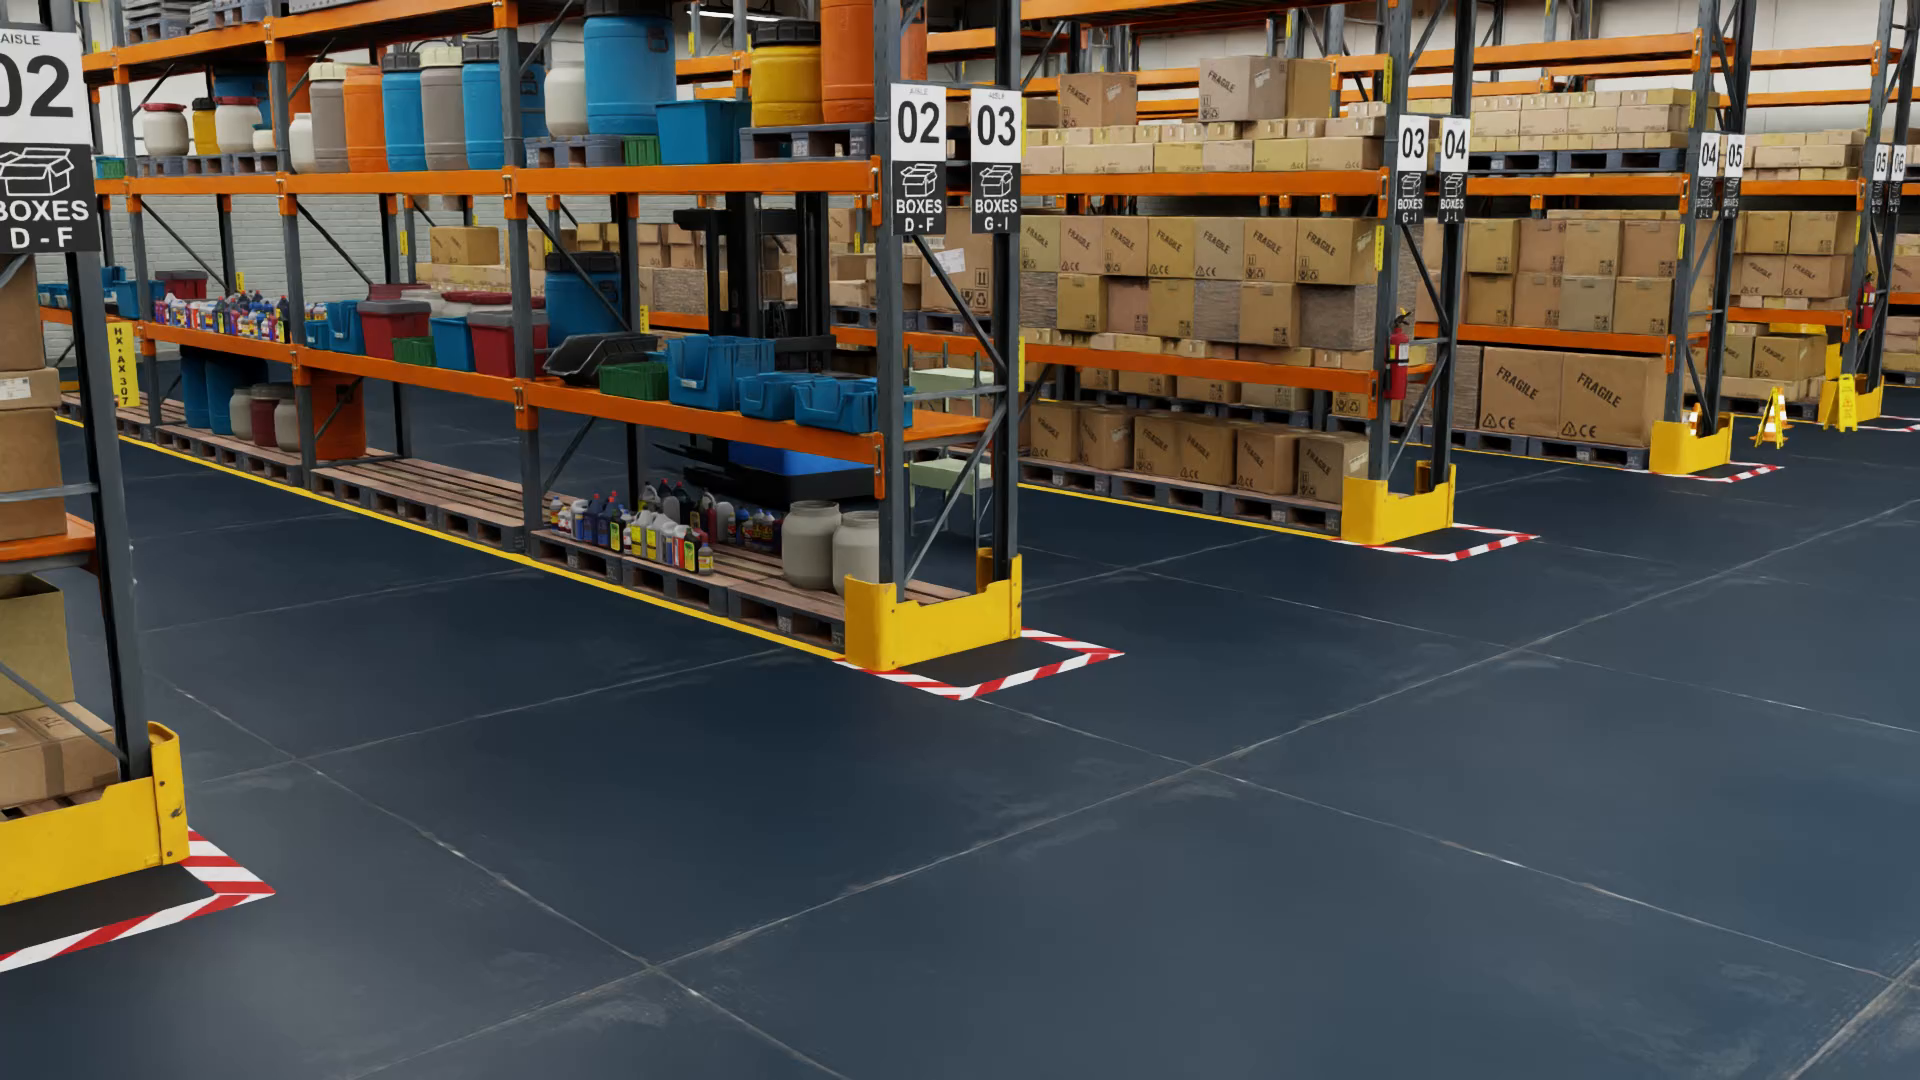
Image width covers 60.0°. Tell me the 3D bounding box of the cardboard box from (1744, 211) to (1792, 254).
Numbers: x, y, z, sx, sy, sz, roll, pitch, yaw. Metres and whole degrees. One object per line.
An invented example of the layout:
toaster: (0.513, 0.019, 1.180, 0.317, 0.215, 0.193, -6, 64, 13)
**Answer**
cardboard box: (9.838, -3.702, 19.983, 0.700, 0.500, 0.500, -11, 16, -42)

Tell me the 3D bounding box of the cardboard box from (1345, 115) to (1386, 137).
cardboard box: (3.108, -3.105, 12.501, 0.380, 0.149, 0.250, -11, 16, -43)

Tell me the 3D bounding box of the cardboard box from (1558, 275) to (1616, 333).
cardboard box: (6.498, -2.392, 16.718, 0.875, 0.550, 0.550, -11, 16, -43)

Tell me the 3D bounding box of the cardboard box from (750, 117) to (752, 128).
cardboard box: (-2.473, -4.489, 18.538, 0.797, 0.503, 0.637, -10, 15, -39)

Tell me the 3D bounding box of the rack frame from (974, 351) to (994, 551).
rack frame: (0.257, -0.680, 12.496, 0.400, 1.500, 0.023, -11, 16, -43)

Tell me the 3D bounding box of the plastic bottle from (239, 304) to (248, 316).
plastic bottle: (-6.982, -2.151, 16.208, 0.061, 0.283, 0.133, -11, 16, -43)

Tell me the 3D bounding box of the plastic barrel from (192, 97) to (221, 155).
plastic barrel: (-7.567, -4.241, 17.120, 0.600, 0.588, 0.600, 0, 12, 0)

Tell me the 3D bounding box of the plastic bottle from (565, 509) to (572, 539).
plastic bottle: (-2.776, -0.119, 11.898, 0.097, 0.201, 0.097, 0, 12, 0)

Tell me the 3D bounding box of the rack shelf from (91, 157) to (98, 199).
rack shelf: (-5.023, -1.546, 7.332, 1.077, 0.370, 4.000, -11, 16, -43)

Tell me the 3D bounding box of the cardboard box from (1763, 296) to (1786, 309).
cardboard box: (9.863, -2.862, 19.992, 0.380, 0.149, 0.250, -11, 16, -44)

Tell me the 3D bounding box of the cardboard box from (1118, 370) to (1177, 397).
cardboard box: (2.620, -2.237, 20.869, 1.050, 0.750, 0.750, -11, 16, -42)

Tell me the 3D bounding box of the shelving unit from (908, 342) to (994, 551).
shelving unit: (0.005, -0.734, 12.755, 0.431, 1.500, 0.755, -11, 16, -43)

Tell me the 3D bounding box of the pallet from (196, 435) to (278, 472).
pallet: (-6.994, -0.916, 16.836, 1.003, 0.211, 1.213, -11, 16, -43)

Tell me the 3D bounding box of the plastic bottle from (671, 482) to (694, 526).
plastic bottle: (-2.033, -0.247, 12.152, 0.185, 0.351, 0.144, 11, 16, 42)

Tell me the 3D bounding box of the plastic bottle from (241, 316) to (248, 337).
plastic bottle: (-6.799, -2.035, 15.849, 0.097, 0.201, 0.097, 0, 12, 0)

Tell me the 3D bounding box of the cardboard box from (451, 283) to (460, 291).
cardboard box: (-6.806, -3.482, 23.001, 0.380, 0.149, 0.250, -11, 16, -44)

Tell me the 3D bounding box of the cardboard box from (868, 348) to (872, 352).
cardboard box: (-1.307, -2.891, 25.536, 0.380, 0.149, 0.250, -10, 15, -41)

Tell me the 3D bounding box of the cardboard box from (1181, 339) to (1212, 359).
cardboard box: (2.068, -1.612, 13.922, 0.380, 0.149, 0.250, -11, 16, -43)

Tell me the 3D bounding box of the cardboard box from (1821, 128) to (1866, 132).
cardboard box: (12.787, -5.650, 23.923, 0.797, 0.503, 0.637, -10, 15, -41)

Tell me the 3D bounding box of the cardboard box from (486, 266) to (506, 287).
cardboard box: (-5.968, -3.519, 22.190, 0.500, 0.250, 0.500, -10, 16, -41)

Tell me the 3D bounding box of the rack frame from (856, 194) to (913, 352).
rack frame: (-1.104, -3.945, 24.627, 1.000, 3.000, 0.127, -11, 16, -43)

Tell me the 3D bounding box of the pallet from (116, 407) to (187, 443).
pallet: (-8.880, -1.315, 18.770, 1.003, 0.211, 1.213, -11, 16, -43)

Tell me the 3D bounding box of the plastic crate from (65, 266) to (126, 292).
plastic crate: (-10.740, -3.186, 20.707, 0.616, 0.435, 0.499, -11, 16, -43)

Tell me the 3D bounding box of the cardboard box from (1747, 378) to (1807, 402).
cardboard box: (9.924, -1.841, 20.189, 0.500, 0.250, 0.500, -11, 16, -43)

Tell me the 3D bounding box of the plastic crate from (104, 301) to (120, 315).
plastic crate: (-9.311, -2.599, 18.627, 0.437, 0.125, 0.590, -11, 16, -43)

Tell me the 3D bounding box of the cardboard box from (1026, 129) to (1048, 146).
cardboard box: (0.765, -3.602, 14.910, 0.250, 0.149, 0.380, 11, 16, 44)

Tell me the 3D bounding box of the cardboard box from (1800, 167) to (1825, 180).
cardboard box: (10.049, -4.289, 19.486, 0.380, 0.149, 0.250, -11, 16, -42)

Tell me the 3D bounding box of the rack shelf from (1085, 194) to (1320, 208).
rack shelf: (3.787, -5.475, 26.400, 1.077, 0.370, 4.000, -11, 16, -43)

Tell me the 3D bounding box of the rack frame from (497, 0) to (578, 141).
rack frame: (-2.819, -4.349, 11.721, 1.000, 3.000, 0.127, -11, 16, -43)

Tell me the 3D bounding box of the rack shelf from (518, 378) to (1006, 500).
rack shelf: (-1.438, -0.767, 10.982, 1.077, 0.370, 4.000, -11, 16, -43)

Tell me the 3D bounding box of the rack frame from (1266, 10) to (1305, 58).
rack frame: (5.993, -8.280, 30.801, 1.000, 3.000, 0.127, -11, 16, -43)

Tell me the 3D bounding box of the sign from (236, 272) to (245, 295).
sign: (-7.945, -2.791, 18.336, 0.100, 0.325, 0.005, -11, 16, -43)

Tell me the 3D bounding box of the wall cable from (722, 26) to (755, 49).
wall cable: (-3.943, -9.067, 34.620, 2.355, 3.000, 0.029, -11, 16, -43)

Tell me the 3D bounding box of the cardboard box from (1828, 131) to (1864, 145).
cardboard box: (10.246, -4.643, 19.228, 0.380, 0.149, 0.250, -11, 16, -42)

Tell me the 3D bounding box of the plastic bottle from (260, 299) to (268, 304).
plastic bottle: (-7.237, -2.378, 17.330, 0.152, 0.276, 0.135, -11, 16, -43)

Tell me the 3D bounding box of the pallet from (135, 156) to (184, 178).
pallet: (-7.732, -3.854, 17.221, 1.213, 0.211, 1.003, -11, 16, -43)

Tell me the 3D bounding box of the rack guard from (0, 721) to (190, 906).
rack guard: (-3.625, 1.090, 6.381, 1.175, 0.500, 0.348, -11, 16, -43)

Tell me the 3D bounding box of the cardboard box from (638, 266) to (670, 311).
cardboard box: (-3.571, -2.995, 19.766, 0.500, 0.500, 0.500, -10, 16, -41)

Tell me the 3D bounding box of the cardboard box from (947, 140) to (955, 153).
cardboard box: (0.042, -3.833, 15.943, 0.396, 0.266, 0.258, -10, 15, -41)

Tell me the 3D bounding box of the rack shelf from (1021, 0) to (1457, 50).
rack shelf: (2.144, -4.394, 13.728, 1.077, 0.370, 4.000, -11, 16, -43)

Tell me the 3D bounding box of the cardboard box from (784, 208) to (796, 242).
cardboard box: (-2.329, -4.812, 25.371, 0.500, 0.500, 0.500, -10, 16, -41)

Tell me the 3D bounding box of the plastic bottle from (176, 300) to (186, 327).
plastic bottle: (-7.987, -2.321, 17.061, 0.097, 0.271, 0.097, 0, 12, 0)

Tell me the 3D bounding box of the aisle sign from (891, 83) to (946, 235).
aisle sign: (-0.222, -2.049, 8.979, 0.394, 0.787, 0.004, -11, 16, -43)

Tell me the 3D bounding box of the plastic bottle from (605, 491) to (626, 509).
plastic bottle: (-2.458, -0.174, 11.795, 0.144, 0.351, 0.185, -11, 16, -43)

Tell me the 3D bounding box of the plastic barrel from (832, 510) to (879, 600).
plastic barrel: (-0.567, 0.100, 10.116, 0.421, 0.512, 0.421, 0, 12, 0)

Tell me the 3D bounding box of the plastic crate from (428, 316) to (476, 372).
plastic crate: (-3.806, -1.521, 12.899, 0.392, 0.384, 0.575, -11, 16, -43)

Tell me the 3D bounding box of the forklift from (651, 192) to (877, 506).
forklift: (-1.908, -1.971, 15.217, 1.130, 2.935, 3.031, -8, 14, -35)

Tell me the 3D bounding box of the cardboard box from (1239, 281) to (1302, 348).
cardboard box: (2.733, -1.852, 13.484, 0.875, 0.500, 0.500, -11, 16, -43)

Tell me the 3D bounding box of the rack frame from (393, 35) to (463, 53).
rack frame: (-7.524, -6.791, 23.572, 1.000, 3.000, 0.127, -11, 16, -43)

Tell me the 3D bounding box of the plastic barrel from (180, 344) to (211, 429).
plastic barrel: (-7.980, -1.675, 17.766, 0.600, 0.901, 0.708, -11, 16, -43)

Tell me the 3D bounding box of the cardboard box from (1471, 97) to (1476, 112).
cardboard box: (5.306, -4.483, 17.161, 0.380, 0.149, 0.250, -11, 16, -43)

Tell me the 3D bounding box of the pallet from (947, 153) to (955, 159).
pallet: (0.414, -3.583, 15.902, 1.213, 0.211, 1.003, -11, 16, -43)
